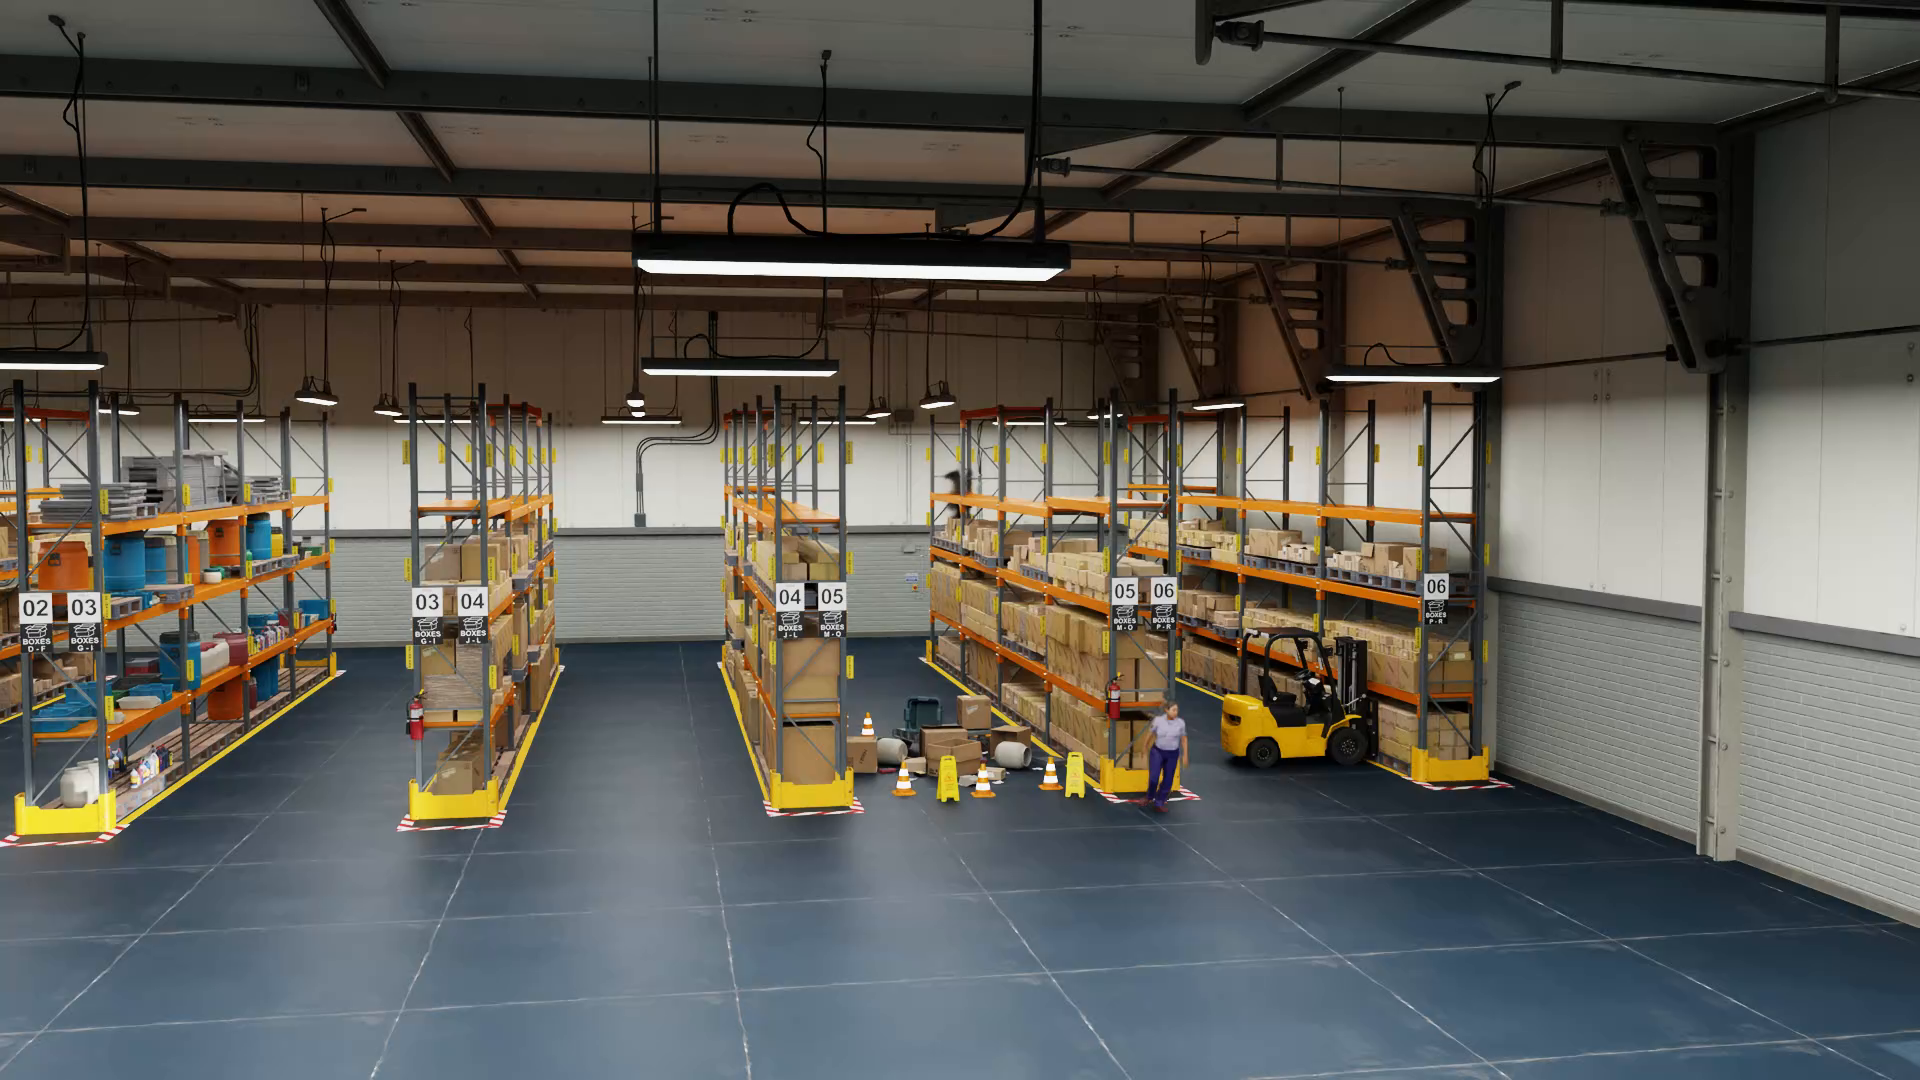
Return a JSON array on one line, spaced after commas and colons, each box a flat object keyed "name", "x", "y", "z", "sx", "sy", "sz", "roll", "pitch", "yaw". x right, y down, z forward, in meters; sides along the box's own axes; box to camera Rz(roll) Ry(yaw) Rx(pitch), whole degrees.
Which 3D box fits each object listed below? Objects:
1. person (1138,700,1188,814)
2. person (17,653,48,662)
[{"name": "person", "x": 2.843, "y": 3.115, "z": 23.288, "sx": 0.649, "sy": 1.442, "sz": 0.532, "roll": 0, "pitch": 3, "yaw": -9}, {"name": "person", "x": -21.492, "y": 2.258, "z": 38.702, "sx": 0.996, "sy": 1.670, "sz": 0.693, "roll": 0, "pitch": 3, "yaw": 9}]
